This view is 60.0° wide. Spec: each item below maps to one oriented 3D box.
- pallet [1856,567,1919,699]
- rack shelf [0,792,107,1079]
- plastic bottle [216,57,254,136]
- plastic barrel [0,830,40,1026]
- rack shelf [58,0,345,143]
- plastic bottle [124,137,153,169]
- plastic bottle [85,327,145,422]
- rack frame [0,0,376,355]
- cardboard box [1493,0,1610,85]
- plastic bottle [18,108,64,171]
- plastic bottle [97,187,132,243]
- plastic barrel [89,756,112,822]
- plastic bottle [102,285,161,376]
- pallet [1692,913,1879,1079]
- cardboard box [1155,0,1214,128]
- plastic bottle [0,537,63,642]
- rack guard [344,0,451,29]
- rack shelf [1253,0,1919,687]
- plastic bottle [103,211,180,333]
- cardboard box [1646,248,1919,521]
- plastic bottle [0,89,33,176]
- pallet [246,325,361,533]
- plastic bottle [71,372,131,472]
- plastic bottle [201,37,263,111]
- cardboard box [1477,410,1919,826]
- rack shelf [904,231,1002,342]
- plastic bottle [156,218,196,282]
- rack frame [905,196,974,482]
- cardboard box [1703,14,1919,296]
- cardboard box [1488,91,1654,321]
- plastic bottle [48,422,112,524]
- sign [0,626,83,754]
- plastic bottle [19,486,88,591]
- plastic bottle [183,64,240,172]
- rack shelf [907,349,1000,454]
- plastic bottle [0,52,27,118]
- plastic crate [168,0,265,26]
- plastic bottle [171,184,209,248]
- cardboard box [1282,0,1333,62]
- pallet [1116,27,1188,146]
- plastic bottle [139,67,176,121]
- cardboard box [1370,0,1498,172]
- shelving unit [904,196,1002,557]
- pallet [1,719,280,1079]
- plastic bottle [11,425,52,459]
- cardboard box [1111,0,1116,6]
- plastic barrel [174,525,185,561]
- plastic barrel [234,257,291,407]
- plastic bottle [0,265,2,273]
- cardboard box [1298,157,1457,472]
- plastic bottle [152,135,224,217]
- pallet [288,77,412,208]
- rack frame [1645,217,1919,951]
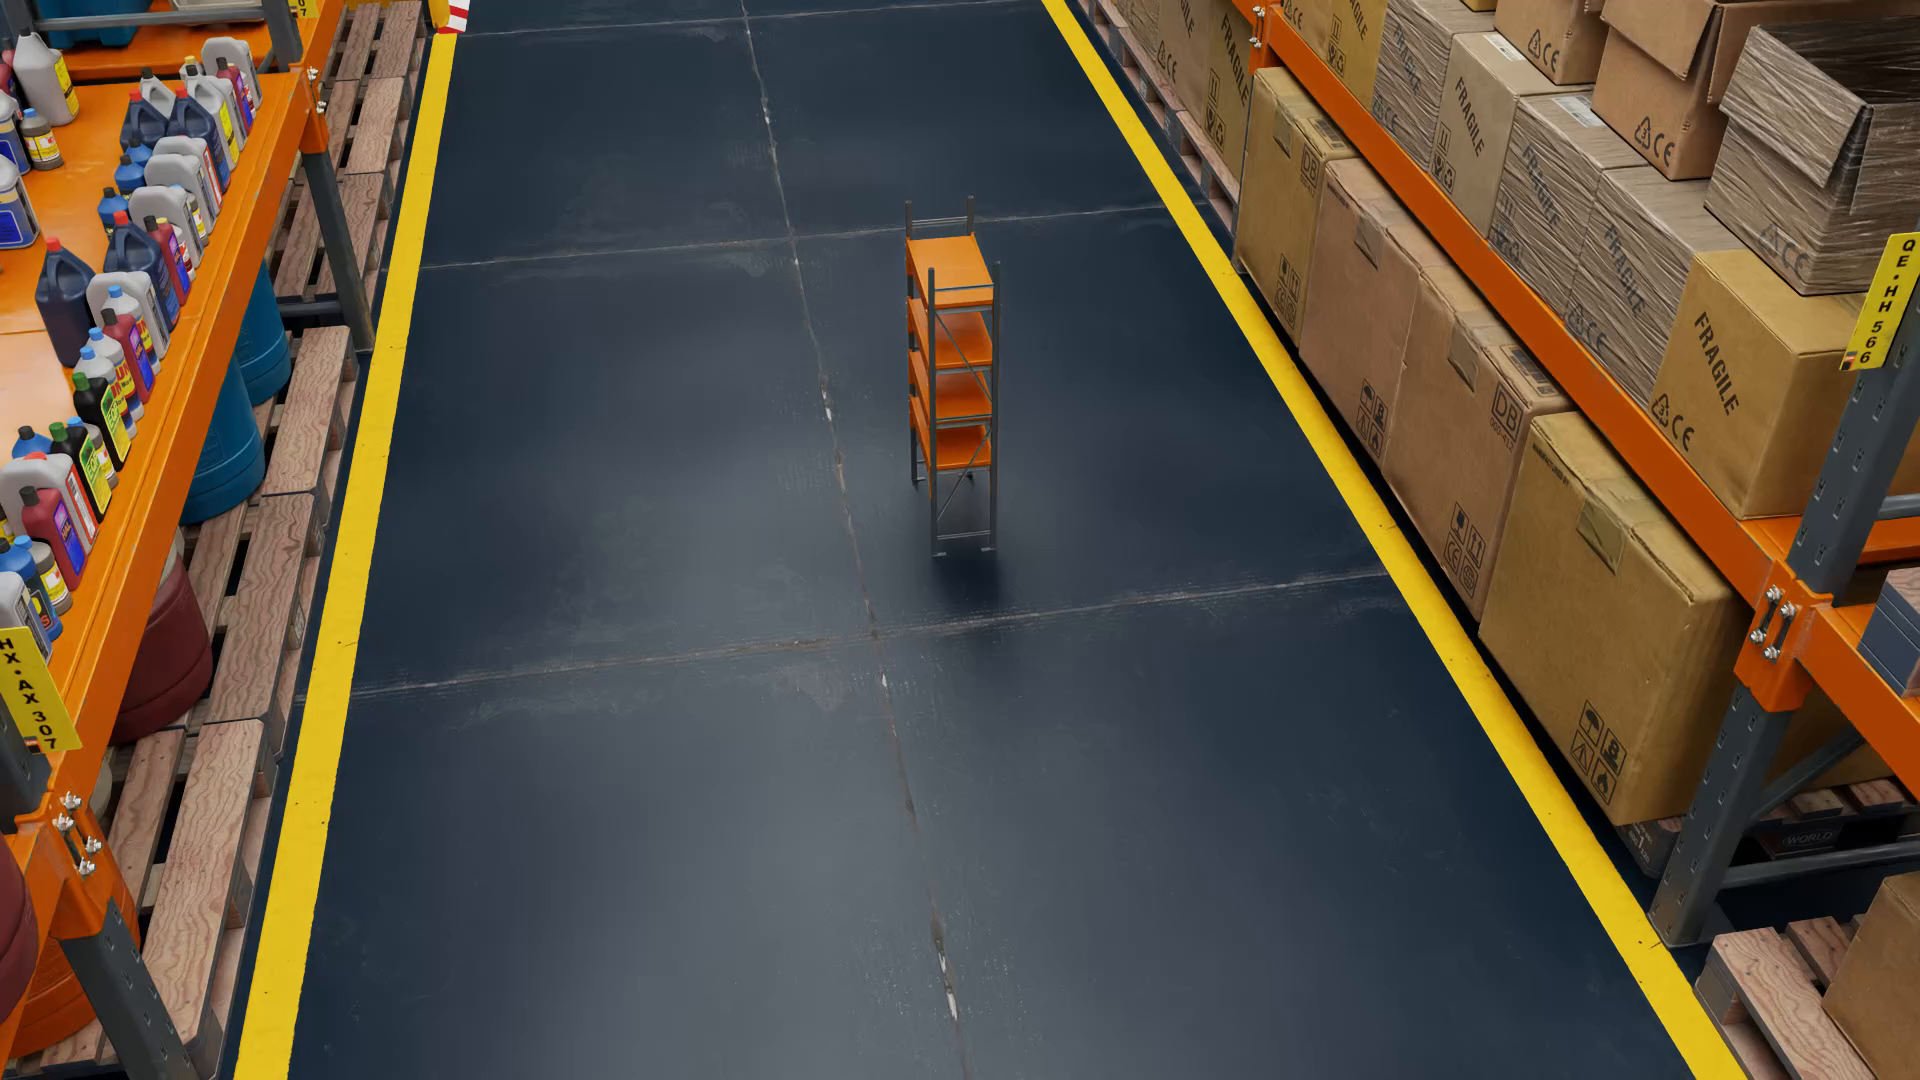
[{"bbox_3d":[2.727,0.390,3.459,1.213,0.211,1.003,-6,38,-8],"label":"pallet"},{"bbox_3d":[-2.028,1.920,1.919,1.077,0.370,4.000,-6,38,-8],"label":"rack shelf"},{"bbox_3d":[-2.607,-1.603,5.964,0.061,0.283,0.133,-6,38,-8],"label":"plastic bottle"},{"bbox_3d":[-1.999,0.622,2.893,0.600,0.536,0.708,-6,38,-8],"label":"plastic barrel"},{"bbox_3d":[-3.431,-2.912,8.139,1.077,0.370,4.000,-6,38,-8],"label":"rack shelf"},{"bbox_3d":[-2.660,-1.184,5.433,0.097,0.271,0.097,0,38,0],"label":"plastic bottle"},{"bbox_3d":[-2.292,-0.448,4.487,0.097,0.271,0.097,0,38,0],"label":"plastic bottle"},{"bbox_3d":[-3.080,-1.988,6.363,1.000,3.000,0.127,-6,38,-8],"label":"rack frame"},{"bbox_3d":[2.150,-1.782,5.199,0.797,0.503,0.637,-5,38,-6],"label":"cardboard box"},{"bbox_3d":[-3.190,-1.392,5.759,0.097,0.201,0.097,0,38,0],"label":"plastic bottle"},{"bbox_3d":[-2.595,-0.962,5.149,0.097,0.271,0.097,0,38,0],"label":"plastic bottle"},{"bbox_3d":[-2.668,0.620,4.693,0.421,0.512,0.421,0,38,0],"label":"plastic barrel"},{"bbox_3d":[-2.332,-0.588,4.666,0.097,0.271,0.097,0,38,0],"label":"plastic bottle"},{"bbox_3d":[2.633,1.469,4.187,1.003,0.211,1.213,-6,38,-8],"label":"pallet"},{"bbox_3d":[1.602,-2.798,8.796,0.875,0.875,0.875,-6,38,-8],"label":"cardboard box"},{"bbox_3d":[-2.130,0.110,3.768,0.097,0.271,0.097,0,38,0],"label":"plastic bottle"},{"bbox_3d":[-3.798,-3.430,10.257,1.175,0.500,0.348,-6,38,-8],"label":"rack guard"},{"bbox_3d":[2.147,-1.028,5.715,1.077,0.370,4.000,-6,38,-8],"label":"rack shelf"},{"bbox_3d":[-2.403,-0.783,4.853,0.144,0.351,0.185,-6,38,-8],"label":"plastic bottle"},{"bbox_3d":[2.167,-0.415,4.258,0.500,0.500,0.500,-5,38,-7],"label":"cardboard box"},{"bbox_3d":[-3.310,-1.397,5.704,0.152,0.276,0.135,-6,38,-8],"label":"plastic bottle"},{"bbox_3d":[-2.986,-0.416,6.613,1.003,0.211,1.213,-6,38,-8],"label":"pallet"},{"bbox_3d":[-2.236,-0.326,4.320,0.061,0.283,0.133,-6,38,-8],"label":"plastic bottle"},{"bbox_3d":[-2.693,-1.735,6.140,0.152,0.276,0.135,-6,38,-8],"label":"plastic bottle"},{"bbox_3d":[2.397,0.150,5.002,1.225,0.875,0.875,-8,39,-10],"label":"cardboard box"},{"bbox_3d":[-0.029,-0.884,5.770,0.258,0.148,0.480,-6,38,-8],"label":"rack shelf"},{"bbox_3d":[-2.429,-0.892,5.115,0.097,0.201,0.097,0,38,0],"label":"plastic bottle"},{"bbox_3d":[-0.072,-0.721,6.200,0.240,1.200,0.015,-6,38,-8],"label":"rack frame"},{"bbox_3d":[2.385,-0.983,4.172,0.797,0.503,0.637,-5,38,-6],"label":"cardboard box"},{"bbox_3d":[1.991,-1.030,5.050,0.500,0.500,0.500,-7,38,-9],"label":"cardboard box"},{"bbox_3d":[-2.196,-0.187,4.141,0.061,0.283,0.133,-6,38,-8],"label":"plastic bottle"},{"bbox_3d":[-1.838,0.300,3.285,0.100,0.325,0.005,-6,38,-8],"label":"sign"},{"bbox_3d":[-2.149,-0.025,3.932,0.061,0.283,0.133,-6,38,-8],"label":"plastic bottle"},{"bbox_3d":[-2.597,-1.448,5.709,0.144,0.351,0.185,-6,38,-8],"label":"plastic bottle"},{"bbox_3d":[-0.029,-0.521,6.052,0.258,0.148,0.480,-6,38,-8],"label":"rack shelf"},{"bbox_3d":[-3.412,-1.594,5.951,0.061,0.283,0.133,-6,38,-8],"label":"plastic bottle"},{"bbox_3d":[-3.021,-2.204,6.808,0.396,0.136,0.243,-6,38,-8],"label":"plastic crate"},{"bbox_3d":[-2.469,-1.032,5.296,0.097,0.201,0.097,0,38,0],"label":"plastic bottle"},{"bbox_3d":[1.631,-2.255,6.626,0.500,0.500,0.500,-6,38,-8],"label":"cardboard box"},{"bbox_3d":[1.523,-2.625,9.457,1.003,0.211,1.213,-6,38,-8],"label":"pallet"},{"bbox_3d":[-2.739,-1.433,5.689,0.144,0.351,0.185,-6,38,-8],"label":"plastic bottle"},{"bbox_3d":[1.807,-1.649,5.846,0.500,0.500,0.500,-7,38,-9],"label":"cardboard box"},{"bbox_3d":[-0.029,-0.574,6.011,0.258,1.200,0.503,-6,38,-8],"label":"shelving unit"},{"bbox_3d":[-2.558,1.058,4.716,1.003,0.211,1.213,-6,38,-8],"label":"pallet"},{"bbox_3d":[-2.271,-0.163,4.120,0.097,0.271,0.097,0,38,0],"label":"plastic bottle"},{"bbox_3d":[1.286,-3.885,10.196,0.875,0.875,0.875,-6,38,-8],"label":"cardboard box"},{"bbox_3d":[-2.866,-0.062,5.571,0.421,0.512,0.421,0,38,0],"label":"plastic barrel"},{"bbox_3d":[-3.001,-0.994,6.453,0.600,0.901,0.708,-6,38,-8],"label":"plastic barrel"},{"bbox_3d":[-3.051,-0.914,5.143,0.097,0.201,0.097,0,38,0],"label":"plastic bottle"},{"bbox_3d":[2.086,-0.923,6.383,1.225,0.875,0.875,-7,38,-10],"label":"cardboard box"},{"bbox_3d":[-2.540,-1.210,5.464,0.152,0.276,0.135,-6,38,-8],"label":"plastic bottle"},{"bbox_3d":[-3.464,-2.065,8.736,1.003,0.211,1.213,-6,38,-8],"label":"pallet"},{"bbox_3d":[2.498,-0.104,3.939,1.000,3.000,0.127,-6,38,-8],"label":"rack frame"}]
